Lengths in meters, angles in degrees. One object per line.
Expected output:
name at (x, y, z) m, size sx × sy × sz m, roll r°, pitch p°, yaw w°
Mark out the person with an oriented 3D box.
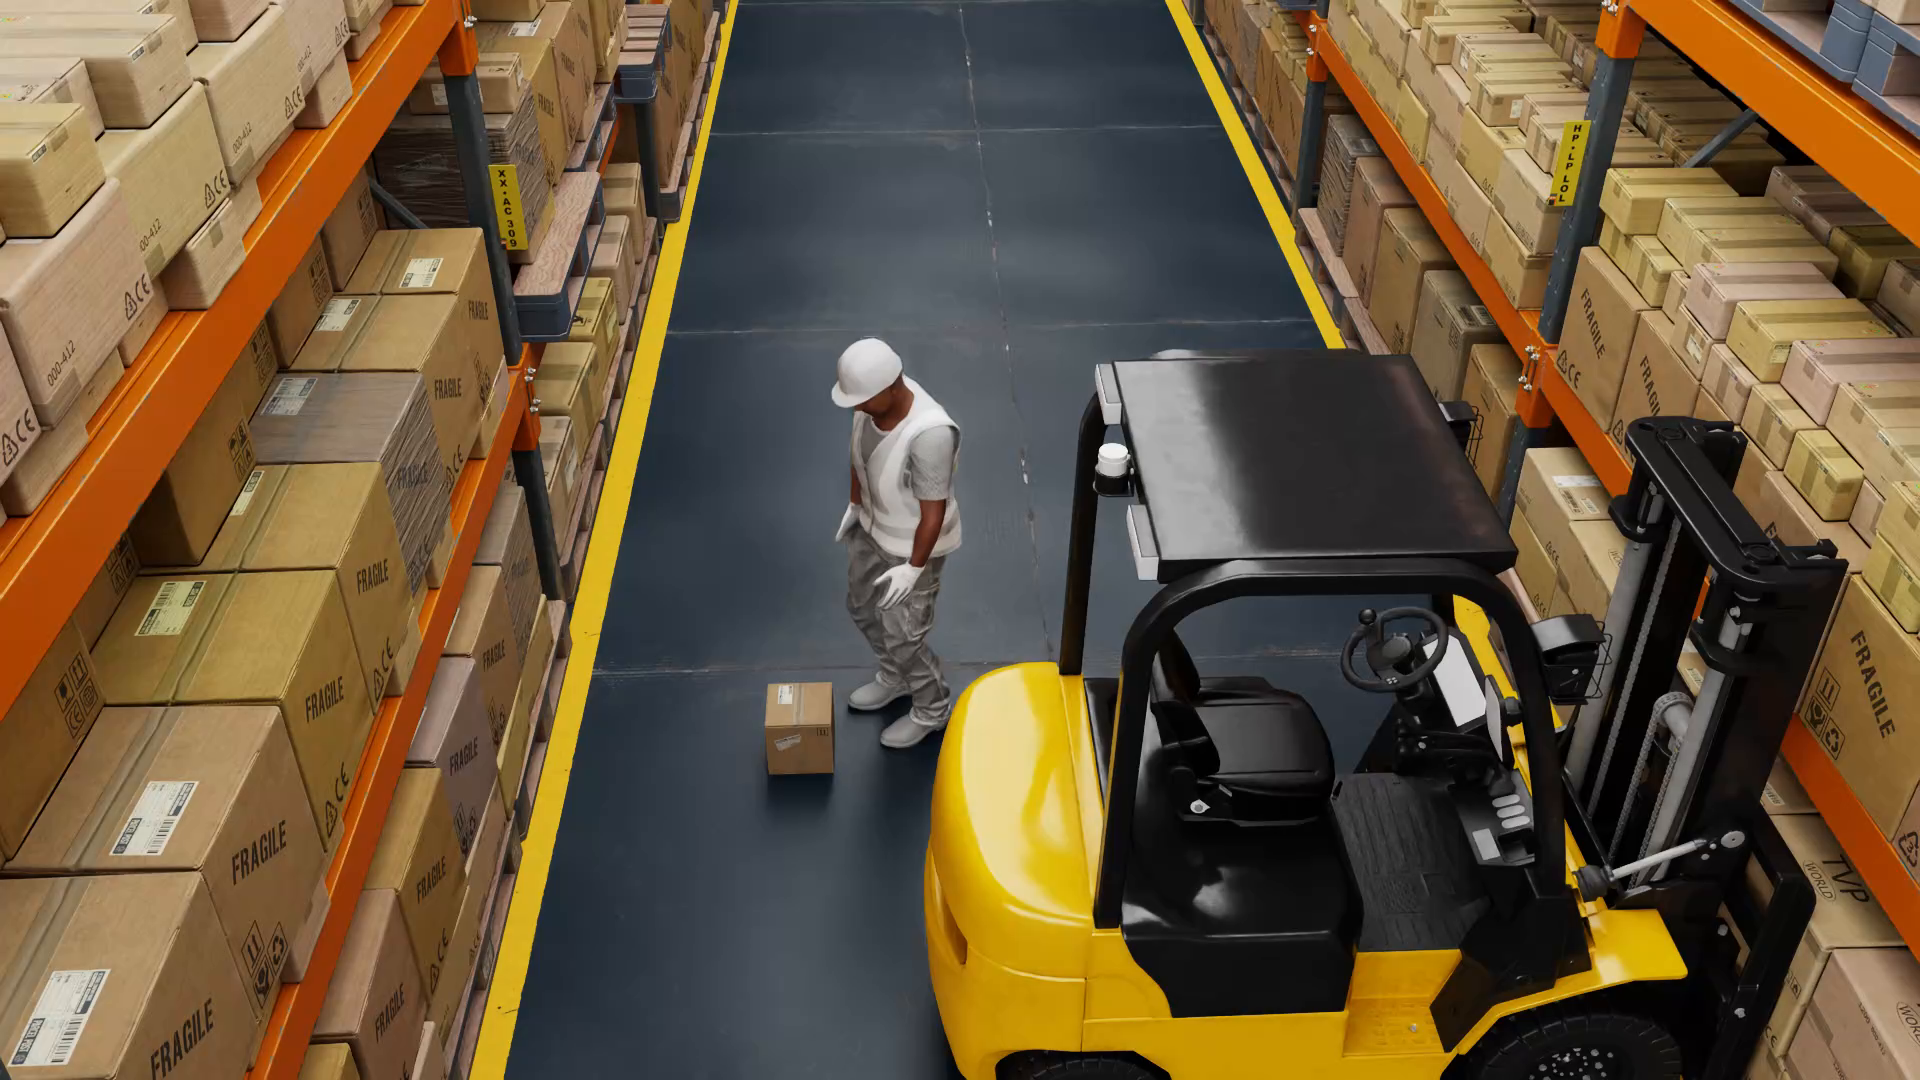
person at (-0.232, 0.007, 6.165) m, size 0.458 × 1.732 × 0.573 m, roll -19°, pitch 39°, yaw -24°
